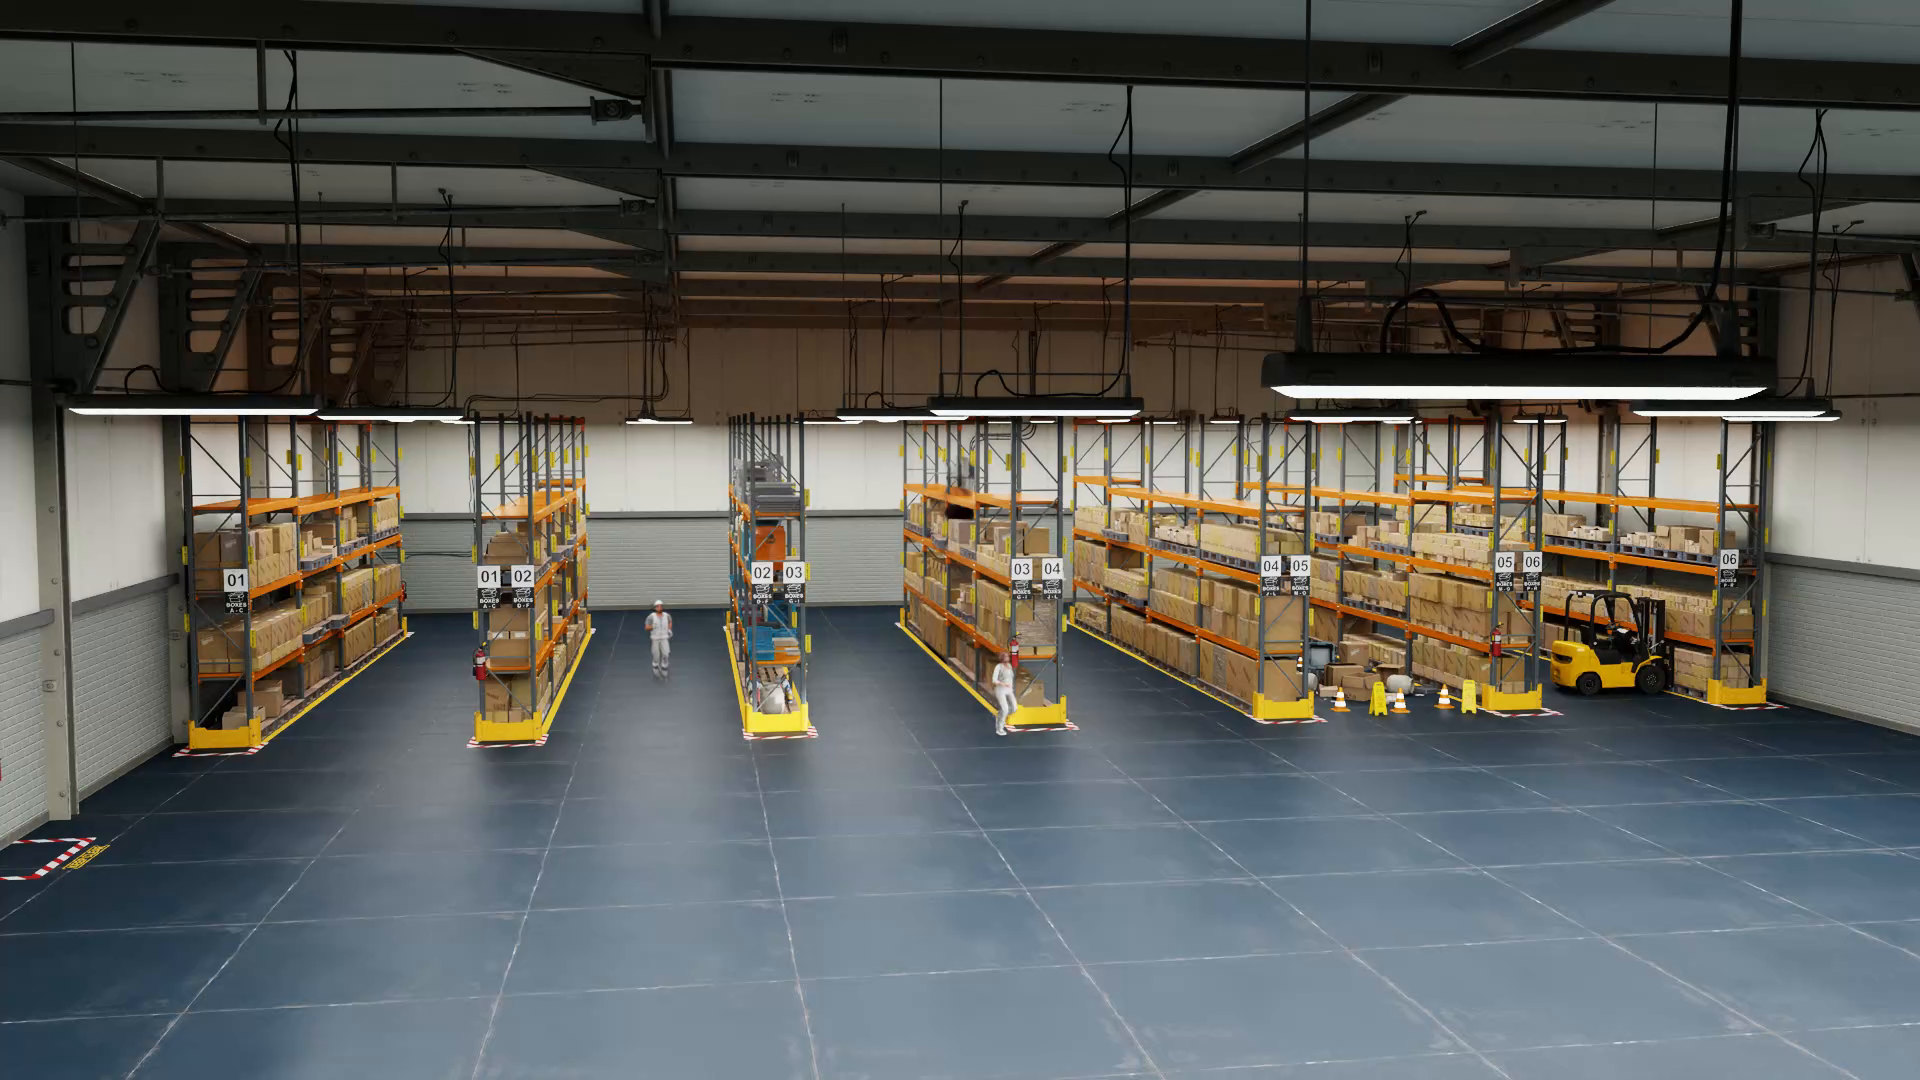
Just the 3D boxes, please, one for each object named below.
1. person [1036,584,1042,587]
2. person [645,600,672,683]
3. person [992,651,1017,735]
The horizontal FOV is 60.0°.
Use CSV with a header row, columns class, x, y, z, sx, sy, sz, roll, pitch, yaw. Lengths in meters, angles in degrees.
class,x,y,z,sx,sy,sz,roll,pitch,yaw
person,2.337,1.592,49.250,0.583,1.661,0.754,-3,5,-36
person,-6.766,2.275,37.427,0.639,1.840,0.774,-1,4,-18
person,0.840,2.842,30.896,0.542,1.555,0.542,-4,5,-44
